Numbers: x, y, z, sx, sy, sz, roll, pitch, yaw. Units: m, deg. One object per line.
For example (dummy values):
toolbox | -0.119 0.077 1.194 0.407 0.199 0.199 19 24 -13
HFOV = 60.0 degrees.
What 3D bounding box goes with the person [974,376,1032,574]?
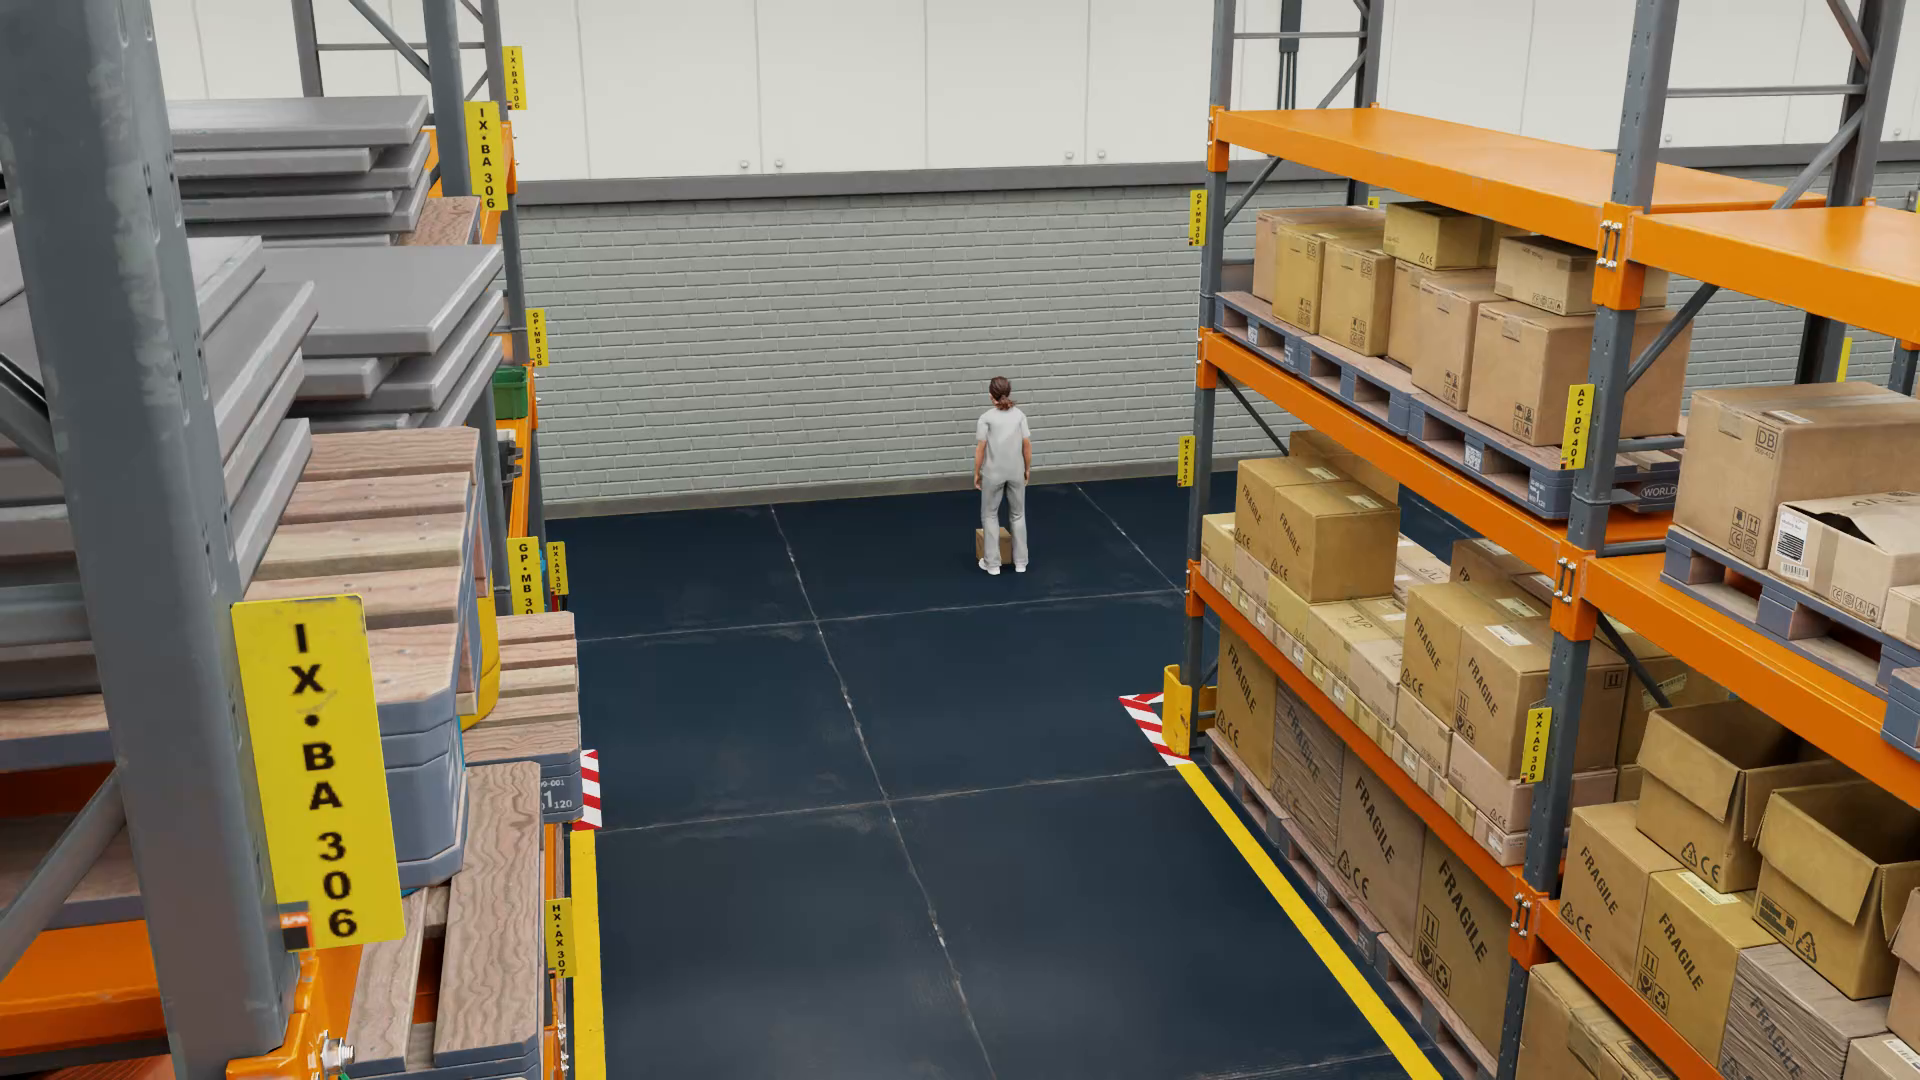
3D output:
person | 0.356 -0.536 13.852 0.490 1.673 0.354 -5 20 -13
